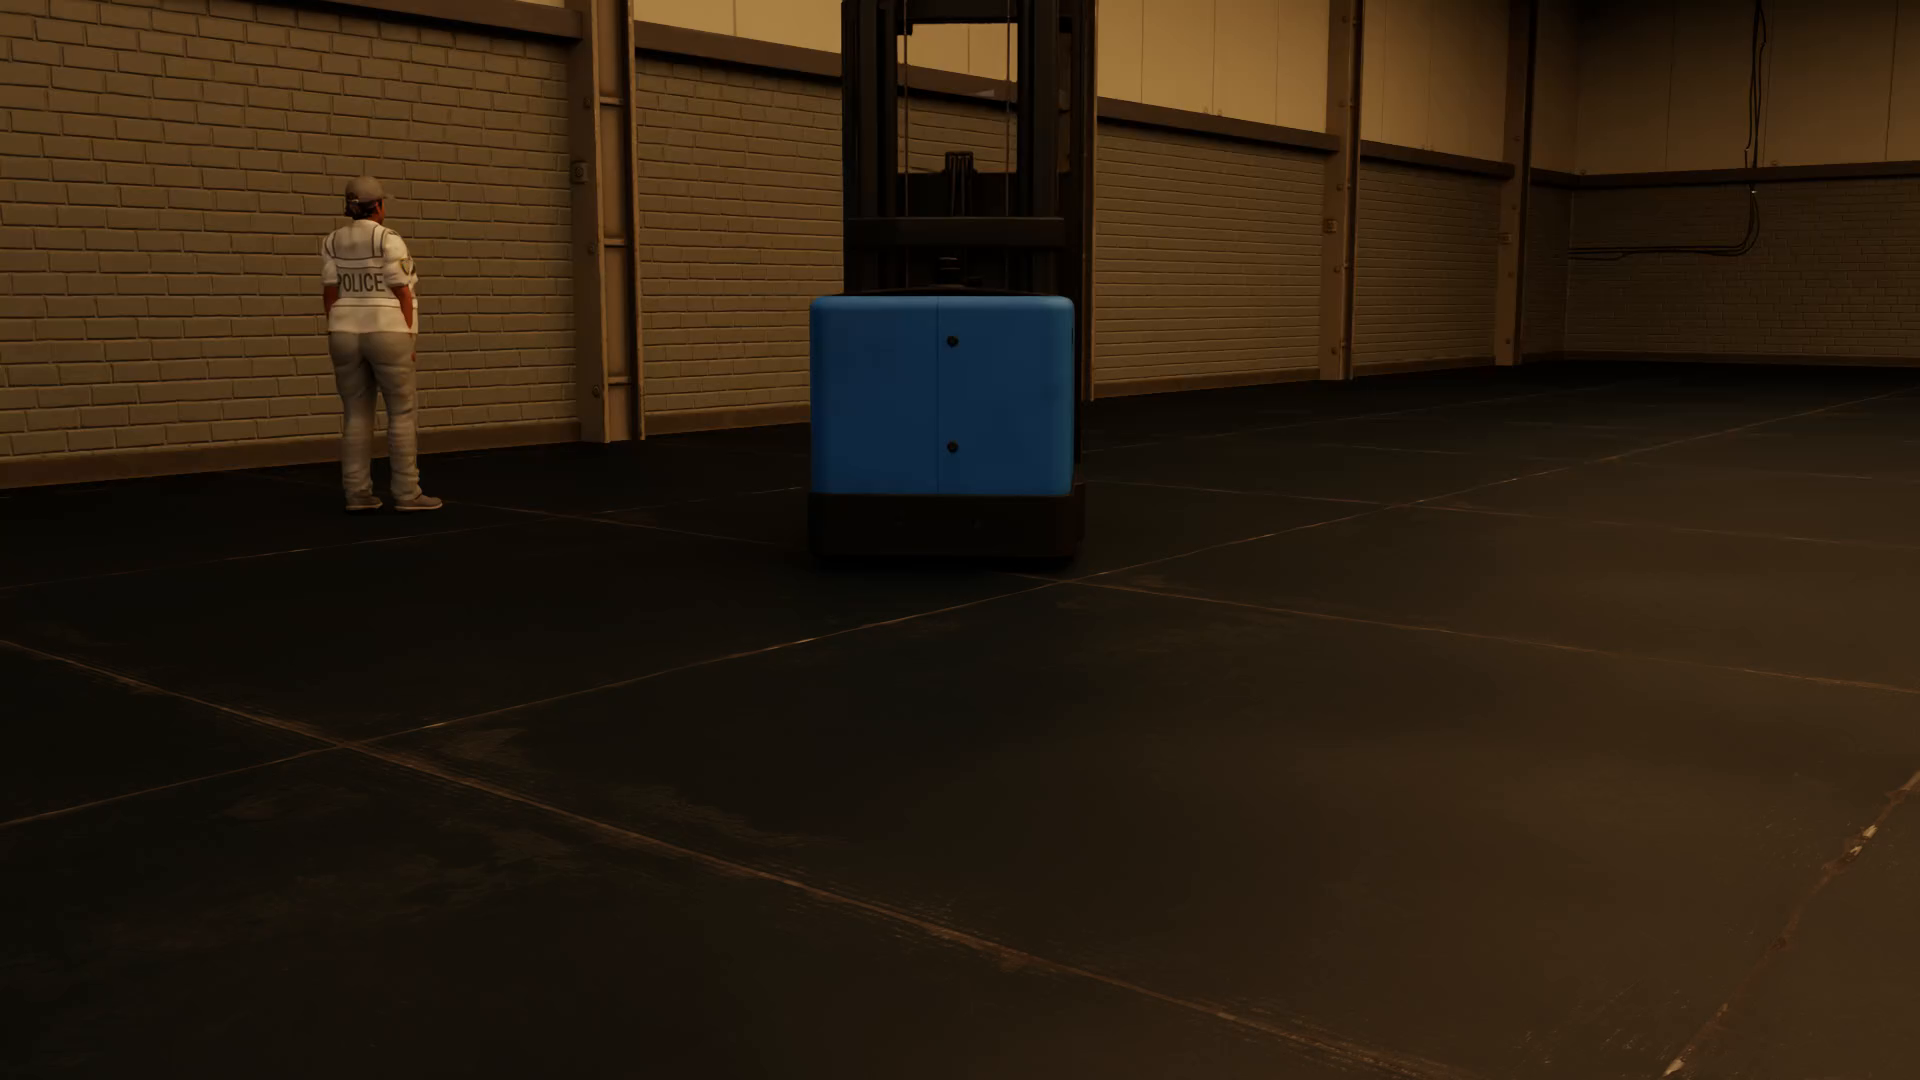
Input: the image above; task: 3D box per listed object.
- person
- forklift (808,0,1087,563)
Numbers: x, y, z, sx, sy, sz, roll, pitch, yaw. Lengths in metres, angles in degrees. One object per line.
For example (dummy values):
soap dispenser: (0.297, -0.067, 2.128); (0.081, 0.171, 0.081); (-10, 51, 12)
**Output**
person: (-2.914, -0.971, 8.315); (0.487, 1.668, 0.395); (1, 8, 10)
forklift: (0.036, -1.534, 7.764); (1.130, 2.935, 3.031); (1, 8, 5)
